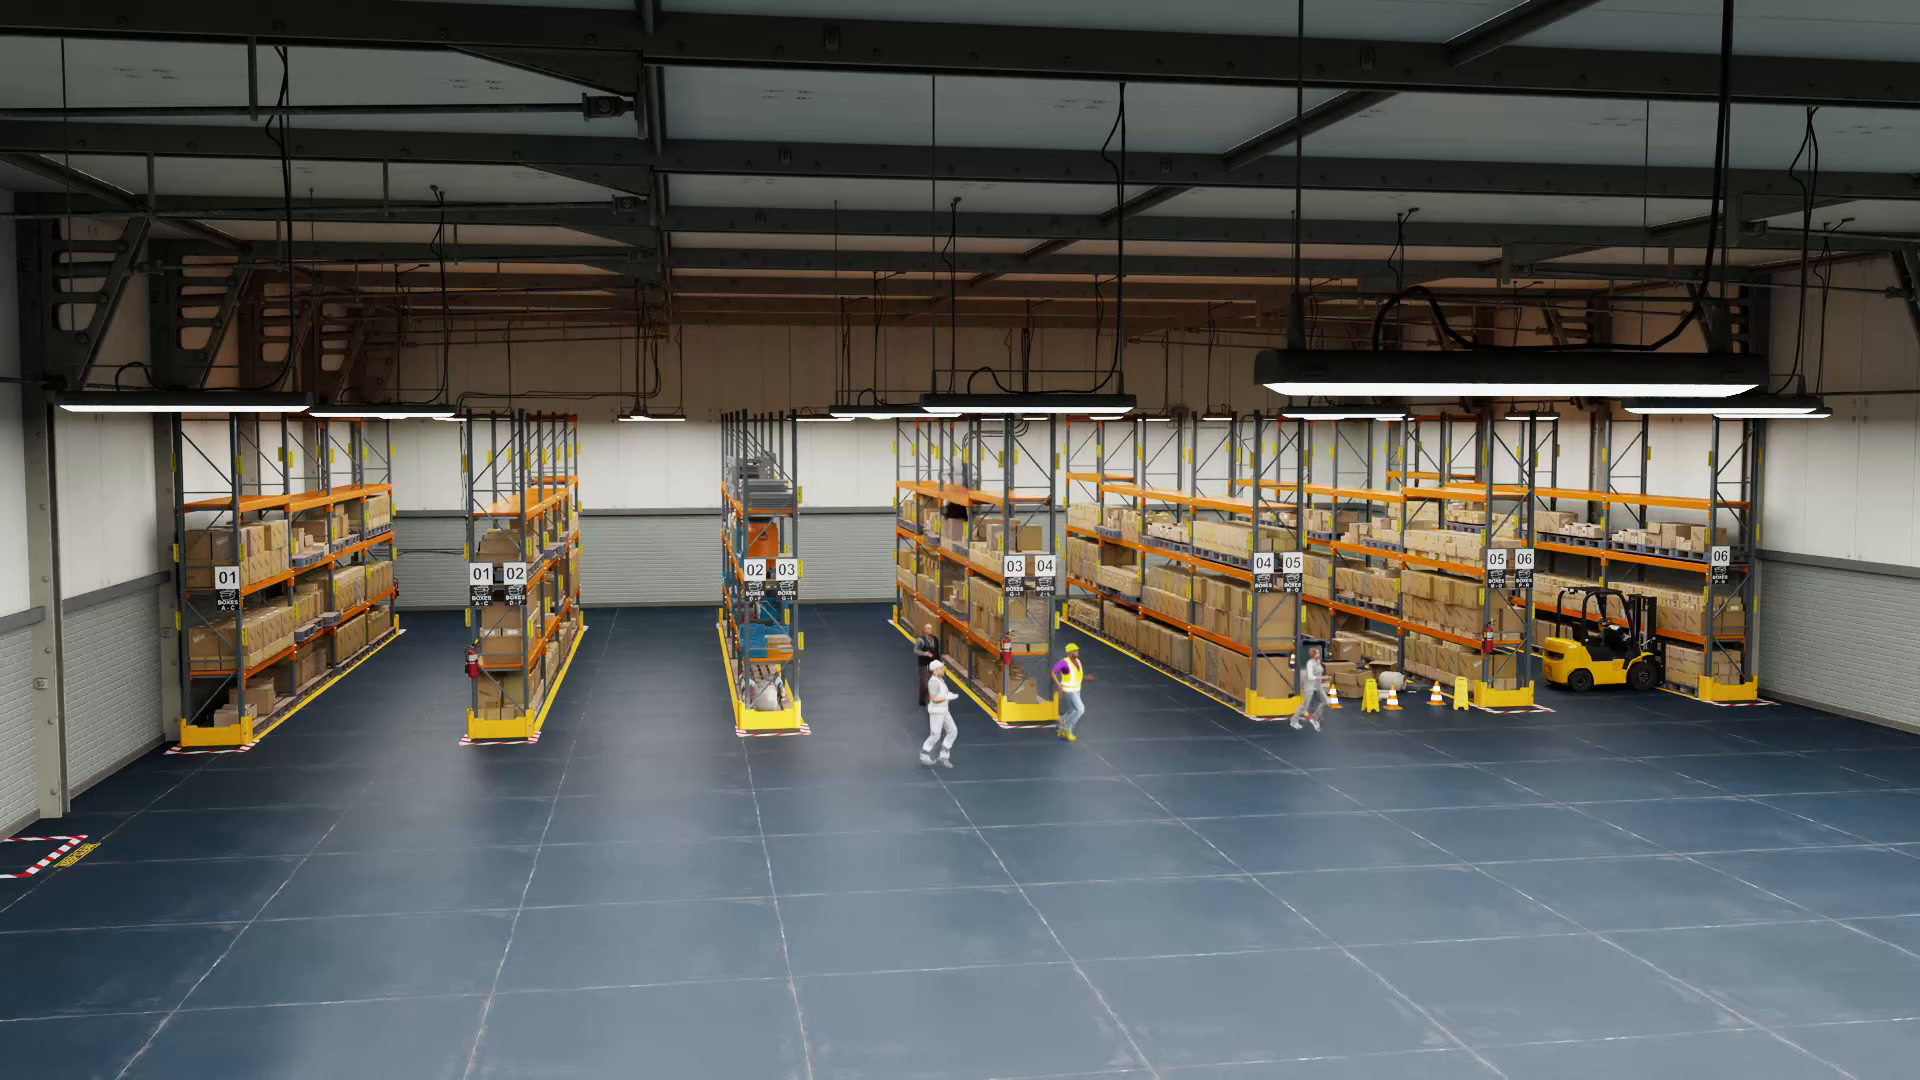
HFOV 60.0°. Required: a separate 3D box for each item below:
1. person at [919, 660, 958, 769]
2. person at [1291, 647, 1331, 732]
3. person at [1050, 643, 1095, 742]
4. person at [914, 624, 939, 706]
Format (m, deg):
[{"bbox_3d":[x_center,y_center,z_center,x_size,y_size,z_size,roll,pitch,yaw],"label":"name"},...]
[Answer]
[{"bbox_3d":[-0.330,2.888,27.608,0.703,1.796,0.630,1,4,18],"label":"person"},{"bbox_3d":[6.555,2.766,30.872,0.806,1.586,0.552,4,5,43],"label":"person"},{"bbox_3d":[2.053,2.755,30.092,0.686,1.776,0.704,2,5,32],"label":"person"},{"bbox_3d":[-0.640,2.557,33.292,0.638,1.777,0.763,-2,4,-23],"label":"person"}]
